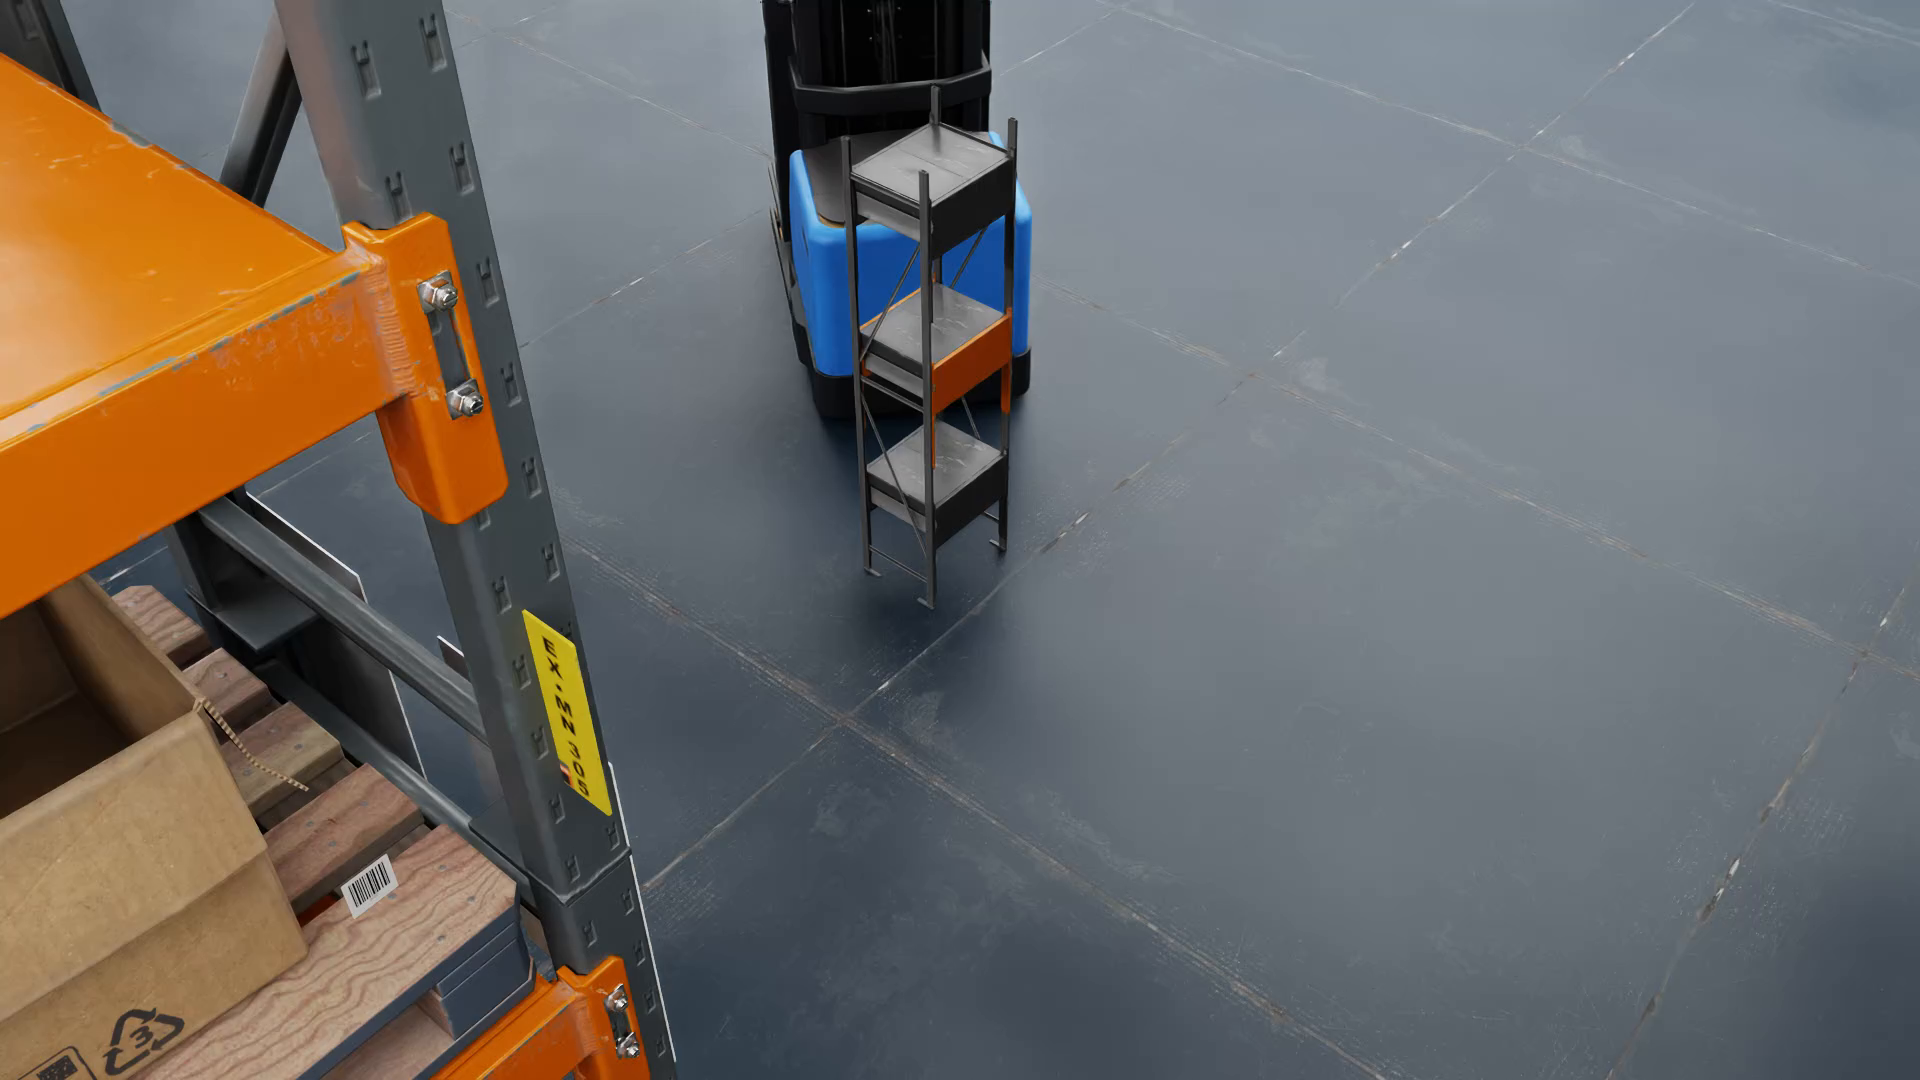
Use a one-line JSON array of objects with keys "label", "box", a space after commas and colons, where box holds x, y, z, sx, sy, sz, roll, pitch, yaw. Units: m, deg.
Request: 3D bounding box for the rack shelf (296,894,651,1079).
[{"label": "rack shelf", "box": [-2.196, 1.577, 1.773, 1.077, 0.370, 4.000, 29, 50, 28]}]

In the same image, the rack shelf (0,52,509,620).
[{"label": "rack shelf", "box": [-2.196, 0.616, 0.898, 1.077, 0.370, 4.000, 29, 50, 28]}]

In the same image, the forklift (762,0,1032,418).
[{"label": "forklift", "box": [-0.443, -2.669, 8.189, 1.130, 2.935, 3.031, -7, 43, -8]}]

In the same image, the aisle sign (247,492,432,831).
[{"label": "aisle sign", "box": [-1.101, 0.263, 2.981, 0.394, 0.787, 0.004, 29, 50, 28]}]

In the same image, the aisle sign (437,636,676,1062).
[{"label": "aisle sign", "box": [-0.641, 0.523, 2.695, 0.394, 0.787, 0.004, 29, 50, 28]}]

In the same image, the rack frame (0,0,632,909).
[{"label": "rack frame", "box": [-0.908, -0.828, 1.654, 1.000, 3.000, 0.127, 29, 50, 28]}]

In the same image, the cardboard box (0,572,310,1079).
[{"label": "cardboard box", "box": [-1.281, 0.330, 2.117, 0.797, 0.503, 0.637, 33, 52, 31]}]

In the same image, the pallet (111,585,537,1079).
[{"label": "pallet", "box": [-1.383, 0.667, 2.305, 1.003, 0.211, 1.213, 29, 50, 28]}]

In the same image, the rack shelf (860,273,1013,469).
[{"label": "rack shelf", "box": [-0.107, -0.682, 6.641, 0.431, 0.518, 0.480, 29, 50, 28]}]

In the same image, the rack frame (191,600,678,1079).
[{"label": "rack frame", "box": [-0.908, 1.391, 3.673, 1.000, 3.000, 0.127, 29, 50, 28]}]

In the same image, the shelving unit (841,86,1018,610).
[{"label": "shelving unit", "box": [-0.107, -0.692, 6.632, 0.431, 2.100, 0.503, 29, 50, 28]}]

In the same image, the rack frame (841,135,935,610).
[{"label": "rack frame", "box": [-0.264, -0.566, 6.494, 0.400, 2.100, 0.015, 29, 50, 28]}]

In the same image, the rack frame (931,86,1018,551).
[{"label": "rack frame", "box": [0.050, -0.817, 6.770, 0.400, 2.100, 0.015, 29, 50, 28]}]

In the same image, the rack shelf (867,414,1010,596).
[{"label": "rack shelf", "box": [-0.107, -0.164, 7.112, 0.431, 0.518, 0.480, 29, 50, 28]}]

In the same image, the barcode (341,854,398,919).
[{"label": "barcode", "box": [-0.733, 0.431, 2.068, 0.001, 0.075, 0.075, 29, 50, 28]}]

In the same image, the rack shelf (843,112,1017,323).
[{"label": "rack shelf", "box": [-0.107, -1.199, 6.170, 0.431, 0.518, 0.480, 29, 50, 28]}]

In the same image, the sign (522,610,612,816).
[{"label": "sign", "box": [-0.502, 0.225, 2.126, 0.100, 0.325, 0.005, 29, 50, 28]}]
